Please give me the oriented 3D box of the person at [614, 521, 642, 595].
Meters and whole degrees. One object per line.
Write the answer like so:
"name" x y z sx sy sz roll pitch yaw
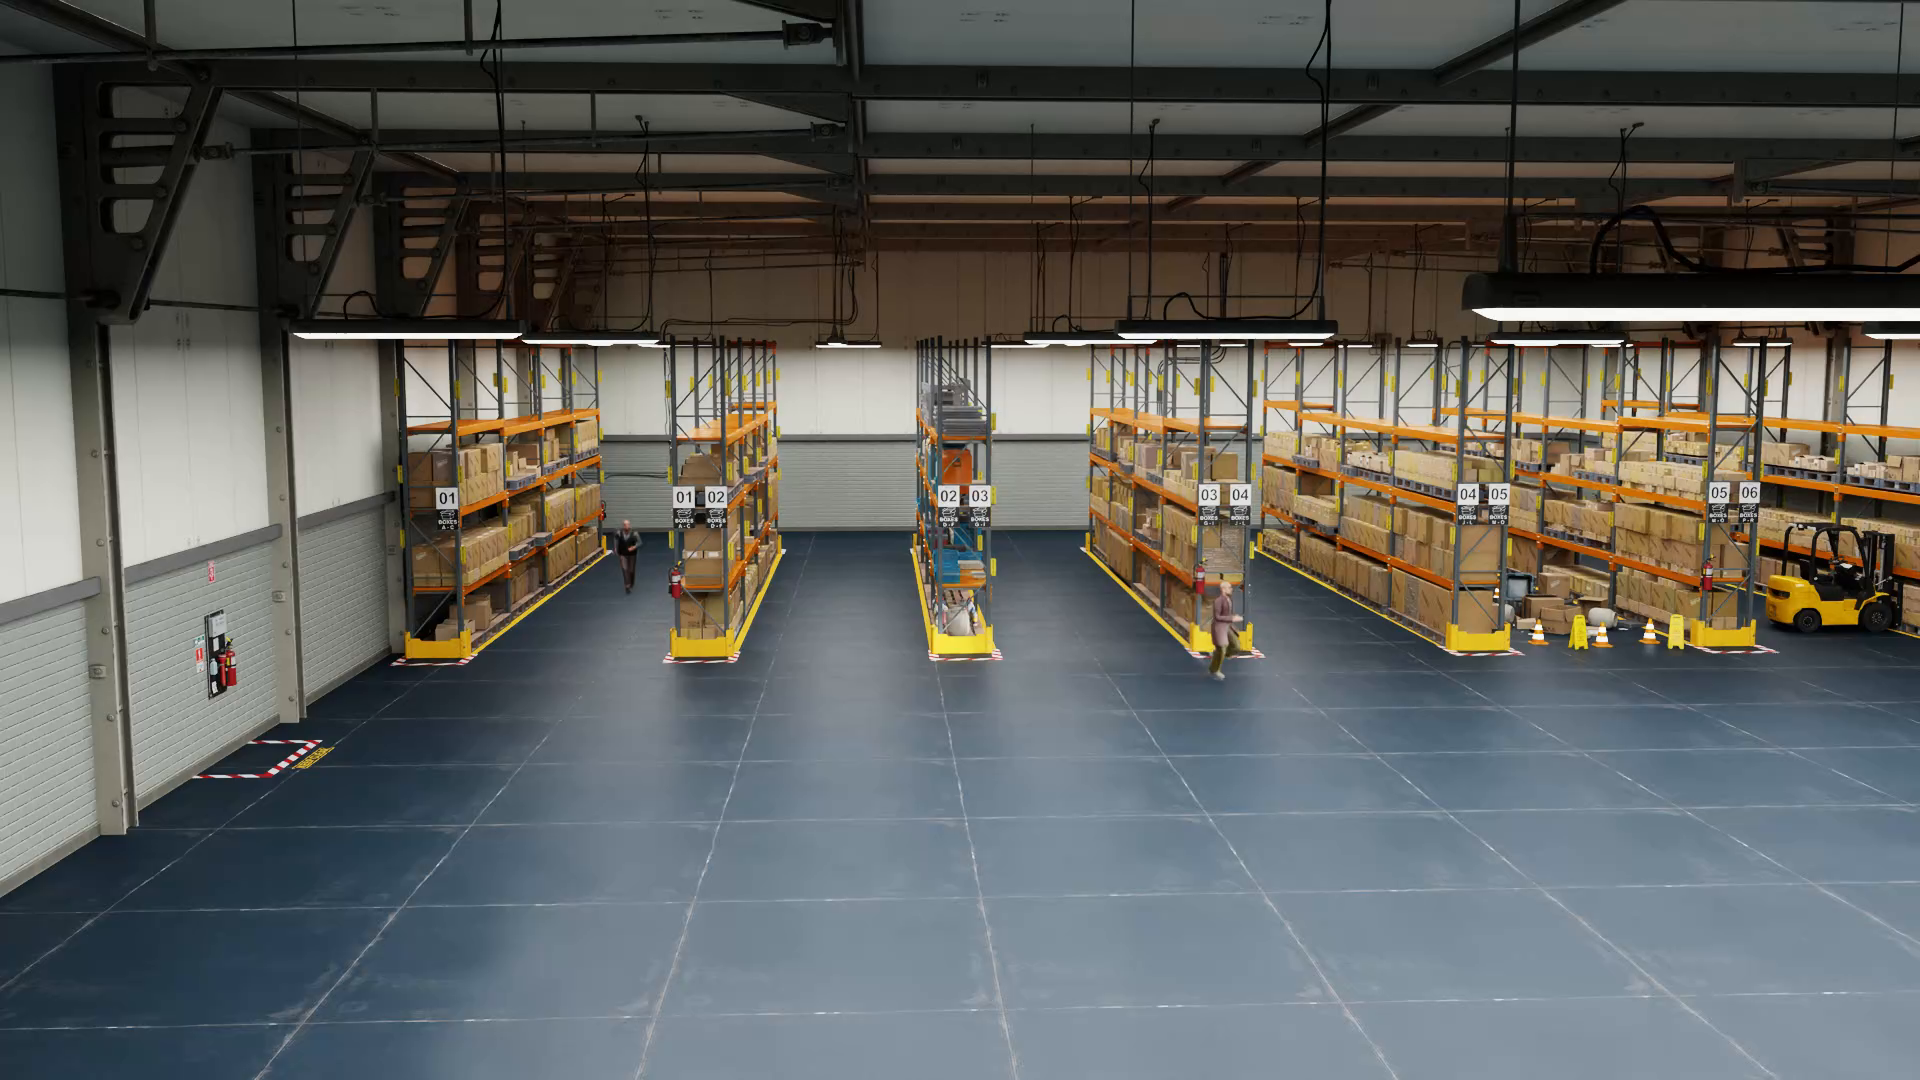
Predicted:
"person" -7.891 0.385 39.531 0.678 1.722 1.010 -1 7 -5

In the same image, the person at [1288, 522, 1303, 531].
"person" 9.834 -0.727 48.913 0.972 1.764 0.699 -2 7 -13

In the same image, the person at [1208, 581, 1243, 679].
"person" 4.632 1.572 28.993 0.723 1.728 0.761 5 8 36
